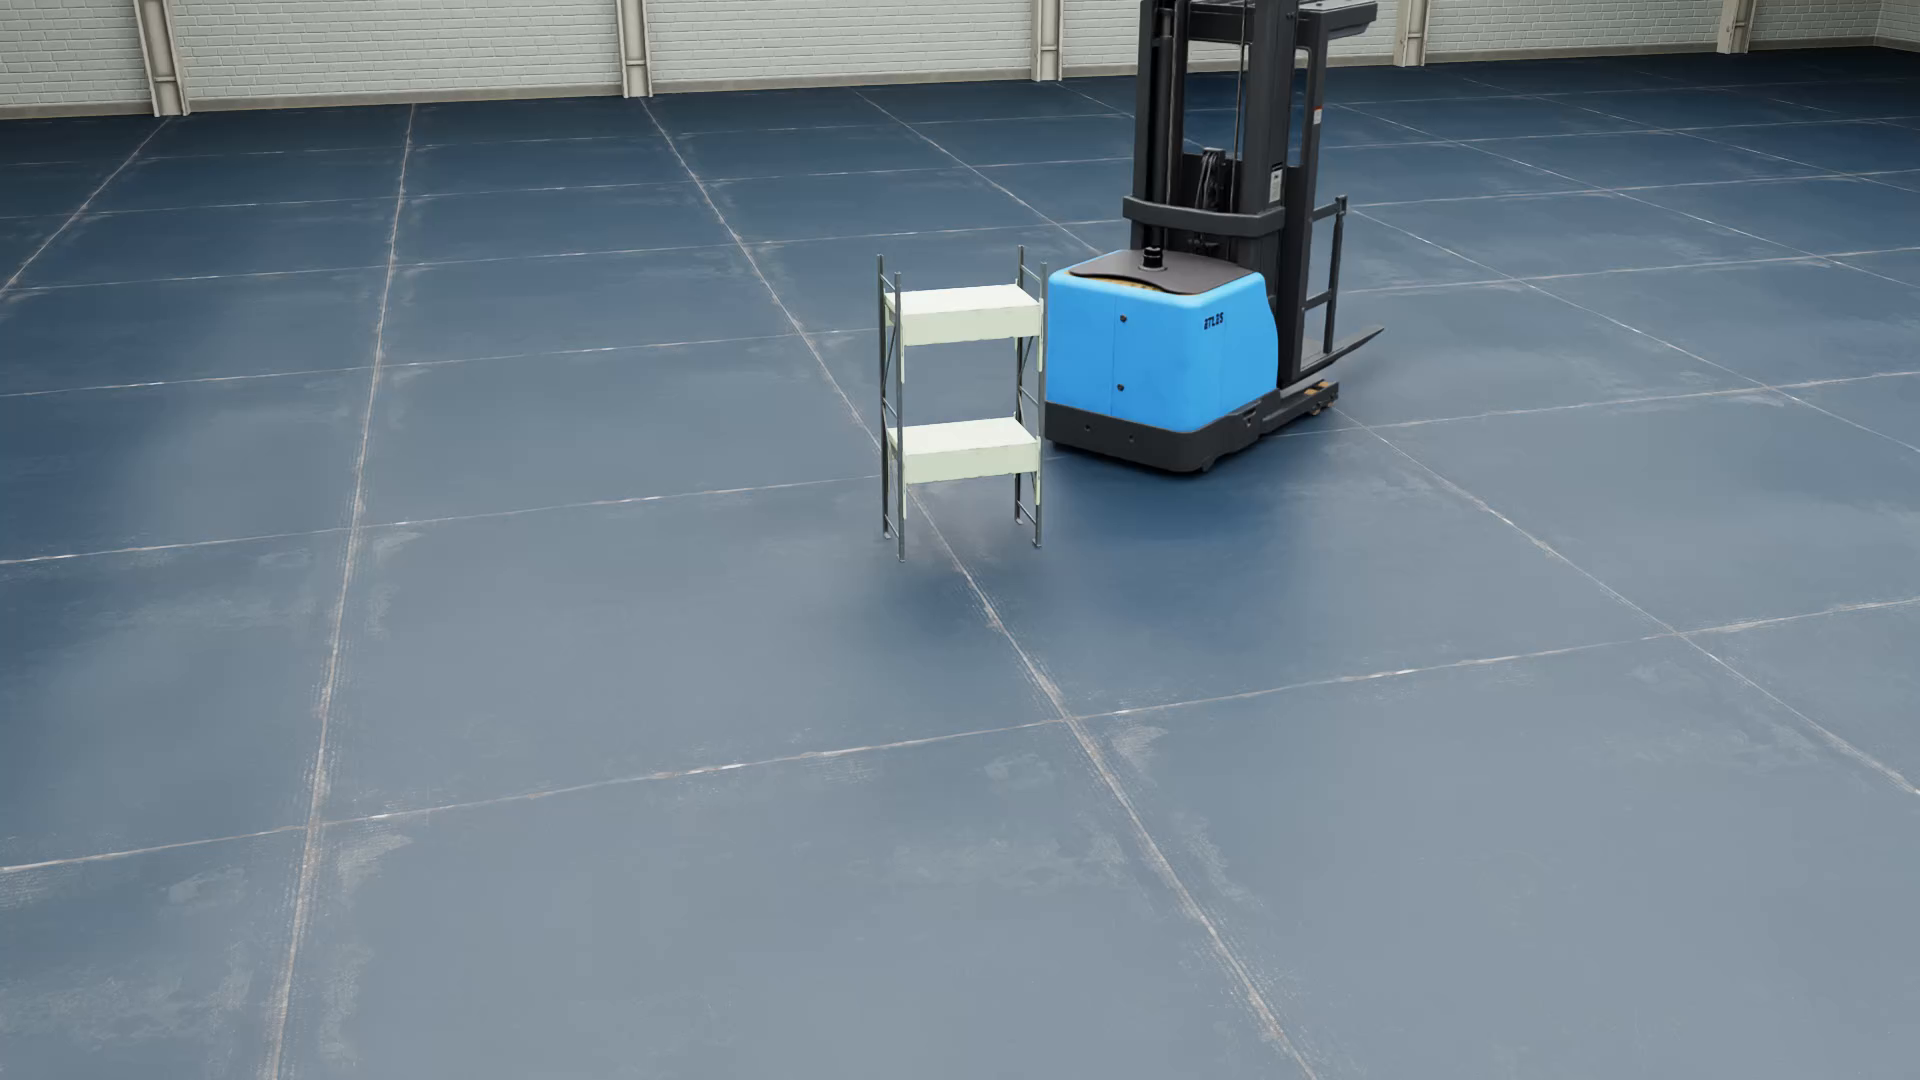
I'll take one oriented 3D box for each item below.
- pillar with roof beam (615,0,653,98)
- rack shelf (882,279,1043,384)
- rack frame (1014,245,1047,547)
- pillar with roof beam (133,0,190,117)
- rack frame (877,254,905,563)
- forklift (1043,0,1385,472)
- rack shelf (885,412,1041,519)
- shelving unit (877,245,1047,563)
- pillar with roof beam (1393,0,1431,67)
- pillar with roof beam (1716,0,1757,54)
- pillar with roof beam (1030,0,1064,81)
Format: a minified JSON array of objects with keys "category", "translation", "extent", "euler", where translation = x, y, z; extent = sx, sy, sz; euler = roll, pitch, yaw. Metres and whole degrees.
[{"category":"pillar with roof beam","translation":[-3.336,-8.699,17.612],"extent":[0.400,9.000,9.100],"euler":[-6,24,-14]},{"category":"rack shelf","translation":[0.006,-1.049,8.302],"extent":[0.720,0.370,0.431],"euler":[-6,24,-14]},{"category":"rack frame","translation":[0.359,-0.729,8.547],"extent":[0.023,1.500,0.400],"euler":[-6,24,-14]},{"category":"pillar with roof beam","translation":[-9.113,-8.060,16.123],"extent":[0.400,9.000,9.100],"euler":[-6,24,-14]},{"category":"rack frame","translation":[-0.346,-0.651,8.365],"extent":[0.023,1.500,0.400],"euler":[-6,24,-14]},{"category":"forklift","translation":[1.794,-2.248,10.272],"extent":[1.130,2.935,3.031],"euler":[17,28,34]},{"category":"rack shelf","translation":[0.006,-0.390,8.584],"extent":[0.720,0.370,0.431],"euler":[-6,24,-14]},{"category":"shelving unit","translation":[0.006,-0.690,8.456],"extent":[0.755,1.500,0.431],"euler":[-6,24,-14]},{"category":"pillar with roof beam","translation":[8.218,-9.978,20.591],"extent":[0.400,9.000,9.100],"euler":[-6,24,-14]},{"category":"pillar with roof beam","translation":[13.995,-10.617,22.080],"extent":[0.400,9.000,9.100],"euler":[-6,24,-14]},{"category":"pillar with roof beam","translation":[2.441,-9.338,19.102],"extent":[0.400,9.000,9.100],"euler":[-6,24,-14]}]
